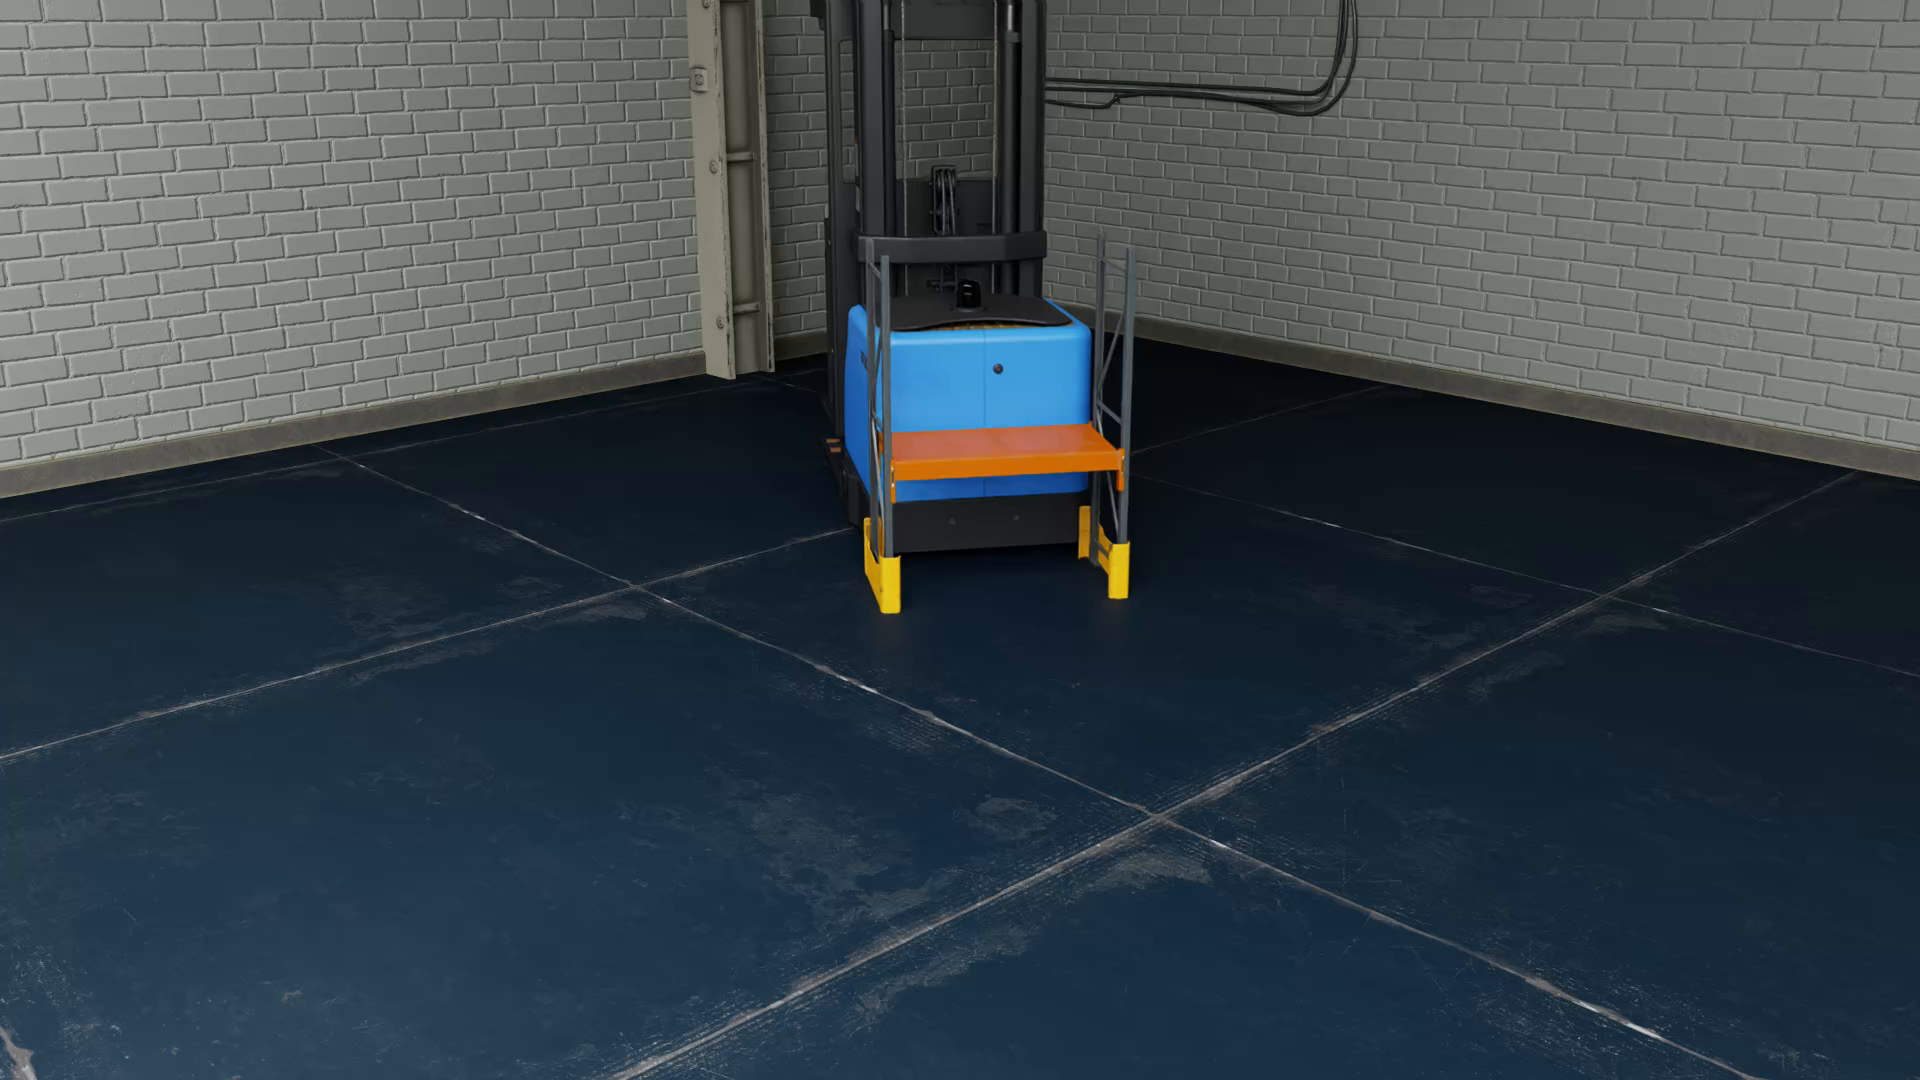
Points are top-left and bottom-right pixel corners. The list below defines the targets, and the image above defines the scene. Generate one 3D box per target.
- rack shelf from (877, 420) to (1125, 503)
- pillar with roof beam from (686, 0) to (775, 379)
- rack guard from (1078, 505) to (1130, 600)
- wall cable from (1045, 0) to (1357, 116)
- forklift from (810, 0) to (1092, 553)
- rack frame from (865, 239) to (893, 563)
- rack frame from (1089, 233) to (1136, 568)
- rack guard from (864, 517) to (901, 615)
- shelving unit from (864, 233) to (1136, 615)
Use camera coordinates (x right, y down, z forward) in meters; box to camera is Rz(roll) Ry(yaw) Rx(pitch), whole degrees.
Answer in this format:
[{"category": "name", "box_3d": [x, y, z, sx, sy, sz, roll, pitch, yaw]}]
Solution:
[{"category": "rack shelf", "box_3d": [0.159, -0.346, 7.204, 1.000, 0.185, 0.538, -3, 18, -10]}, {"category": "pillar with roof beam", "box_3d": [1.422, -4.489, 7.239, 0.400, 9.000, 9.100, -16, 24, -41]}, {"category": "rack guard", "box_3d": [0.639, 0.049, 7.427, 0.087, 0.250, 0.587, -3, 18, -10]}, {"category": "wall cable", "box_3d": [1.513, -4.304, 11.705, 0.112, 2.526, 3.097, -16, 24, -41]}, {"category": "forklift", "box_3d": [-0.164, -1.747, 8.621, 1.130, 2.935, 3.031, -3, 18, -10]}, {"category": "rack frame", "box_3d": [-0.341, -0.489, 7.060, 0.032, 1.500, 0.500, -3, 18, -10]}, {"category": "rack frame", "box_3d": [0.658, -0.546, 7.237, 0.032, 1.500, 0.500, -3, 18, -10]}, {"category": "rack guard", "box_3d": [-0.340, 0.106, 7.253, 0.087, 0.250, 0.587, -3, 18, -10]}, {"category": "shelving unit", "box_3d": [0.150, -0.517, 7.147, 1.083, 1.500, 0.587, -3, 18, -10]}]
